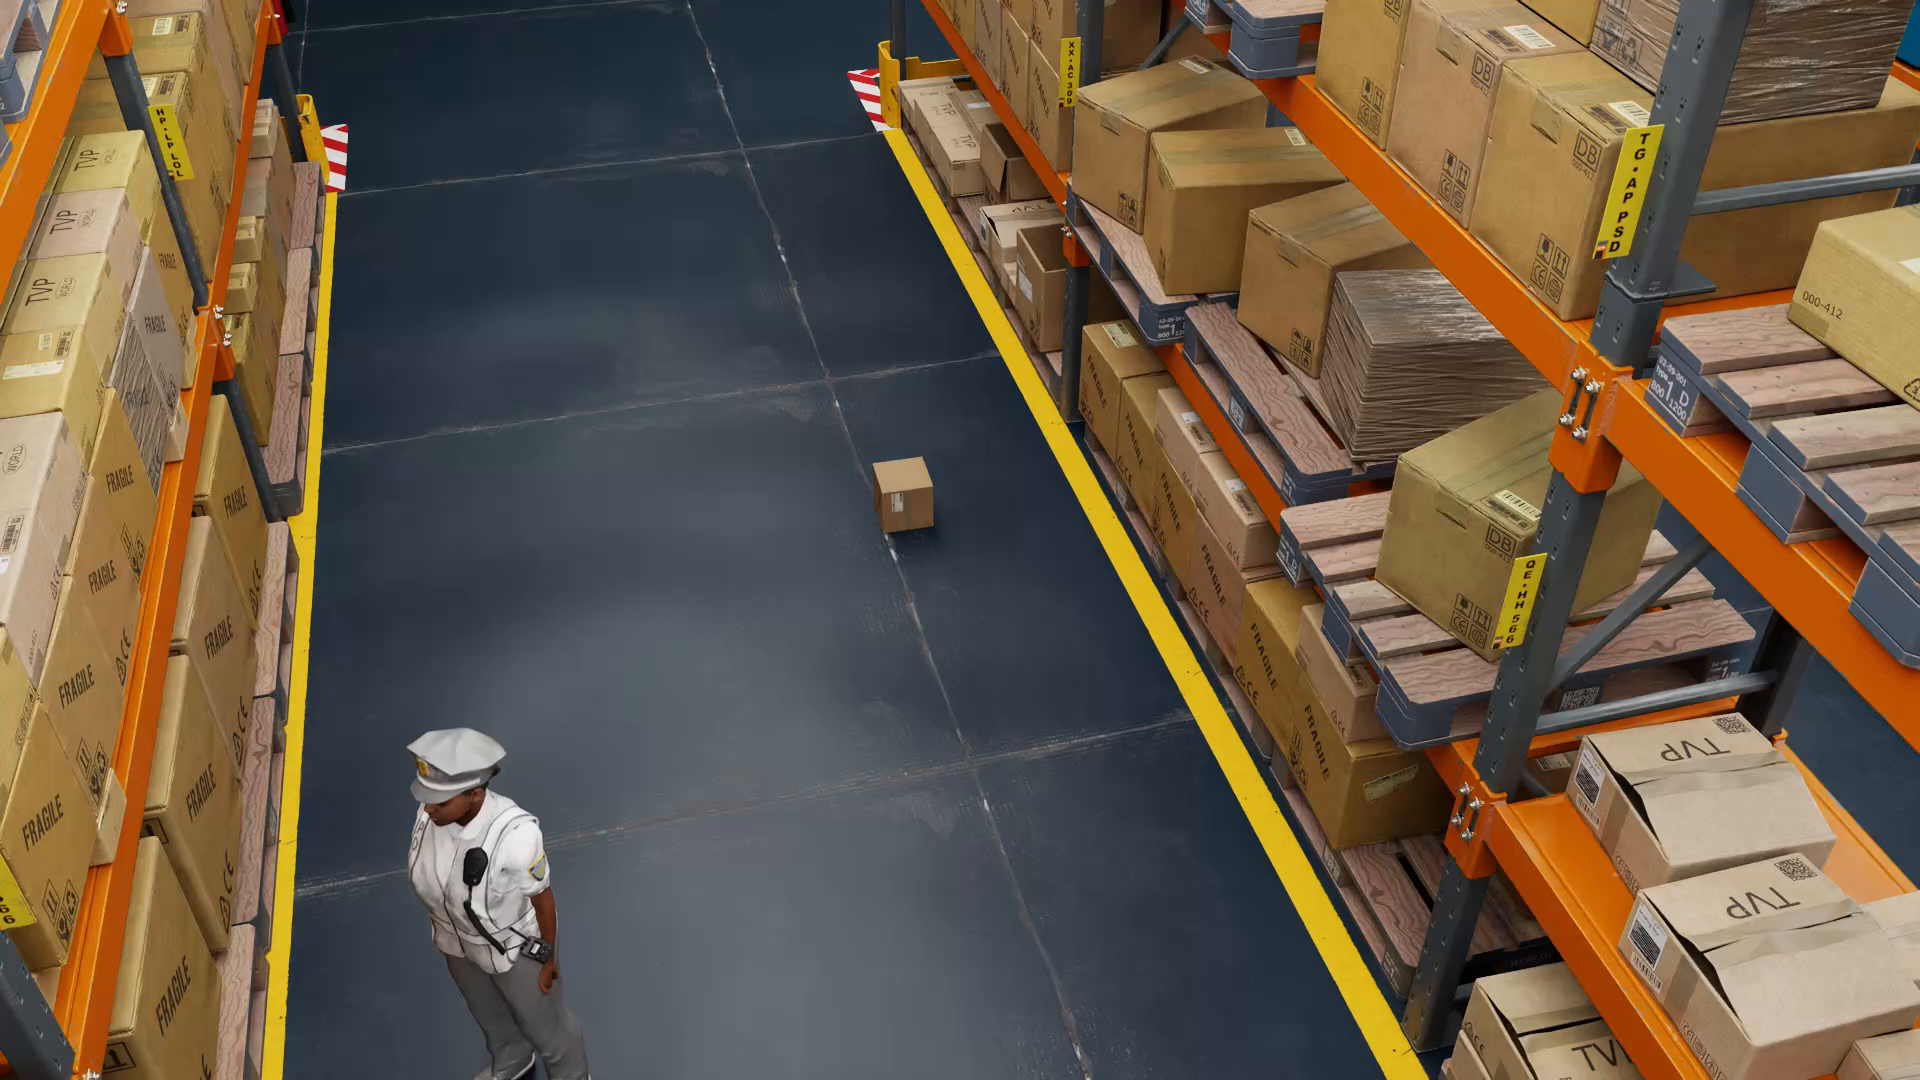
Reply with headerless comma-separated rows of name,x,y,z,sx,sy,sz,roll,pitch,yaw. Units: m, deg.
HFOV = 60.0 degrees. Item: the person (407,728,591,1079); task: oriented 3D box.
person,-1.440,1.232,5.137,0.440,1.692,0.339,18,42,21
